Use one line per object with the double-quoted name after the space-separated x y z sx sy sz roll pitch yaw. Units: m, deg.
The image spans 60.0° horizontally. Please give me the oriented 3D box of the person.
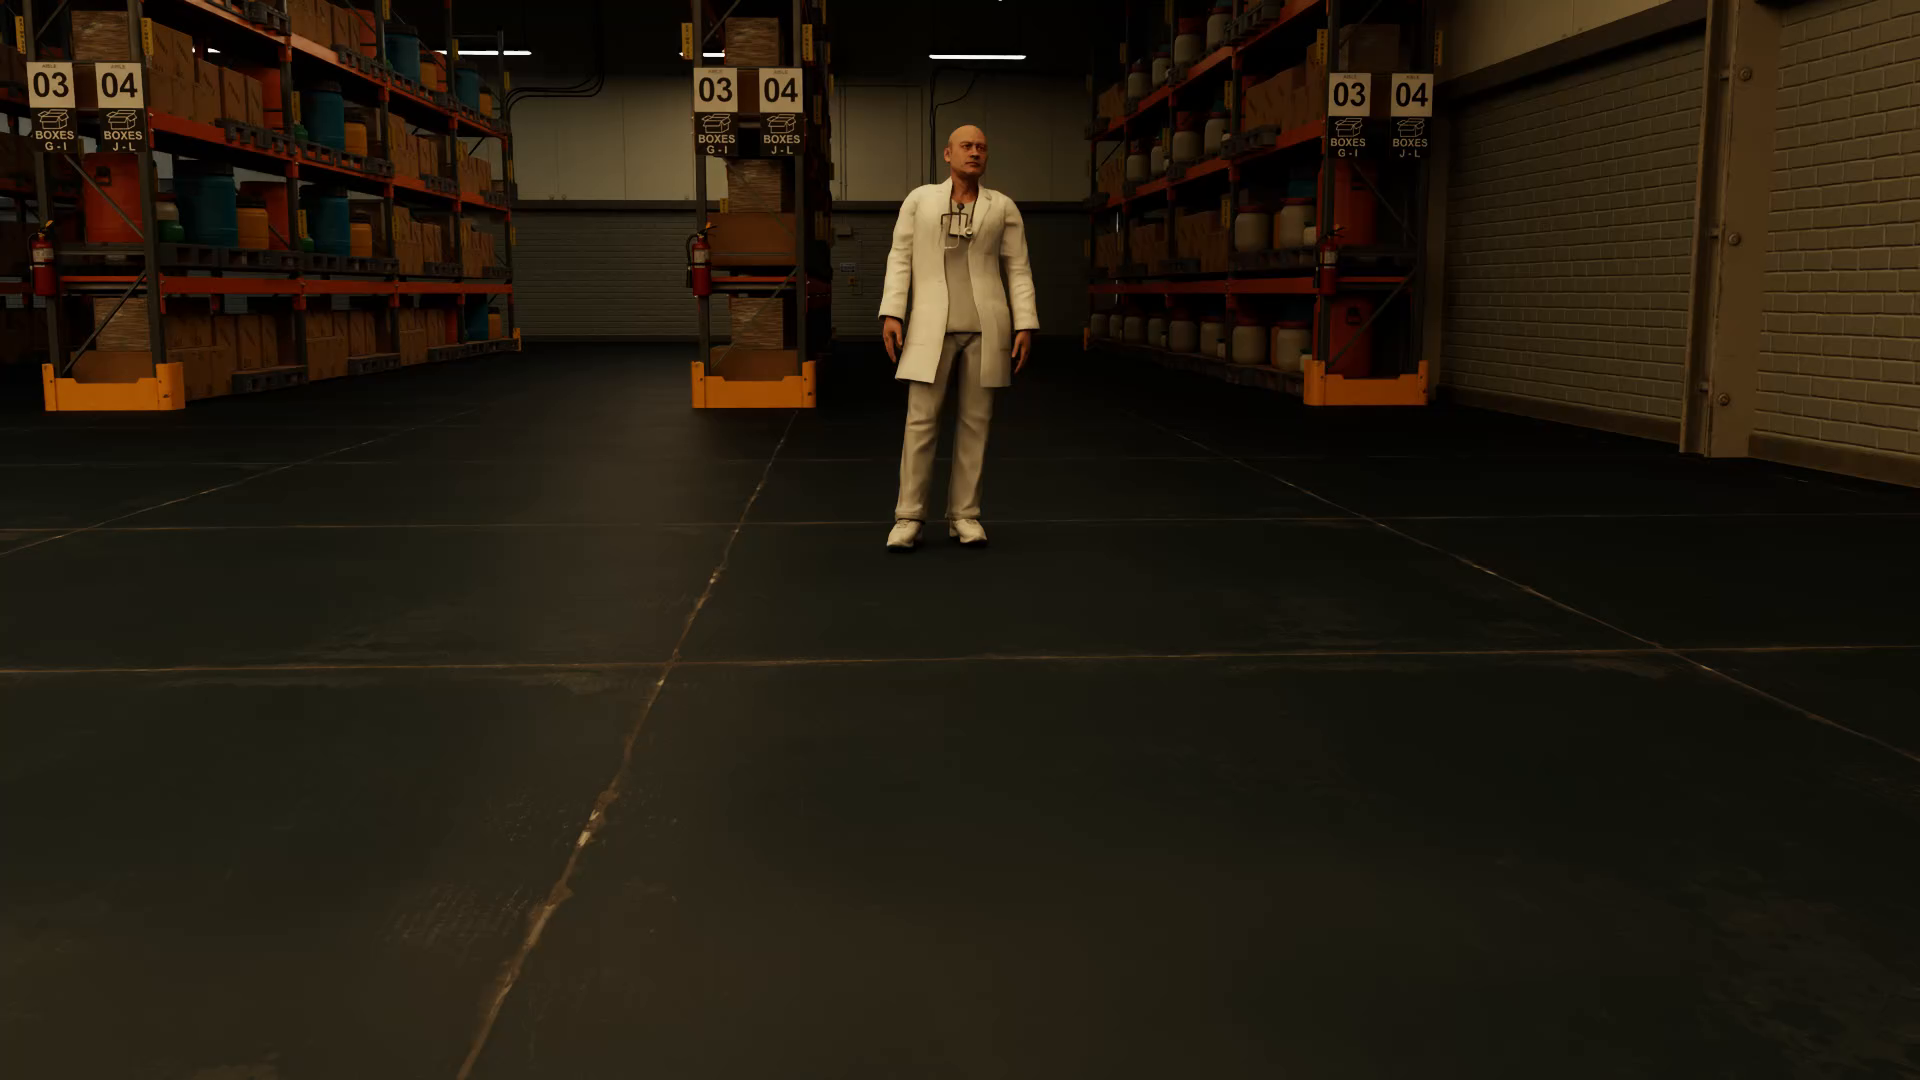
0.001 -0.873 7.089 0.696 1.775 0.581 -1 8 -4 "person"
